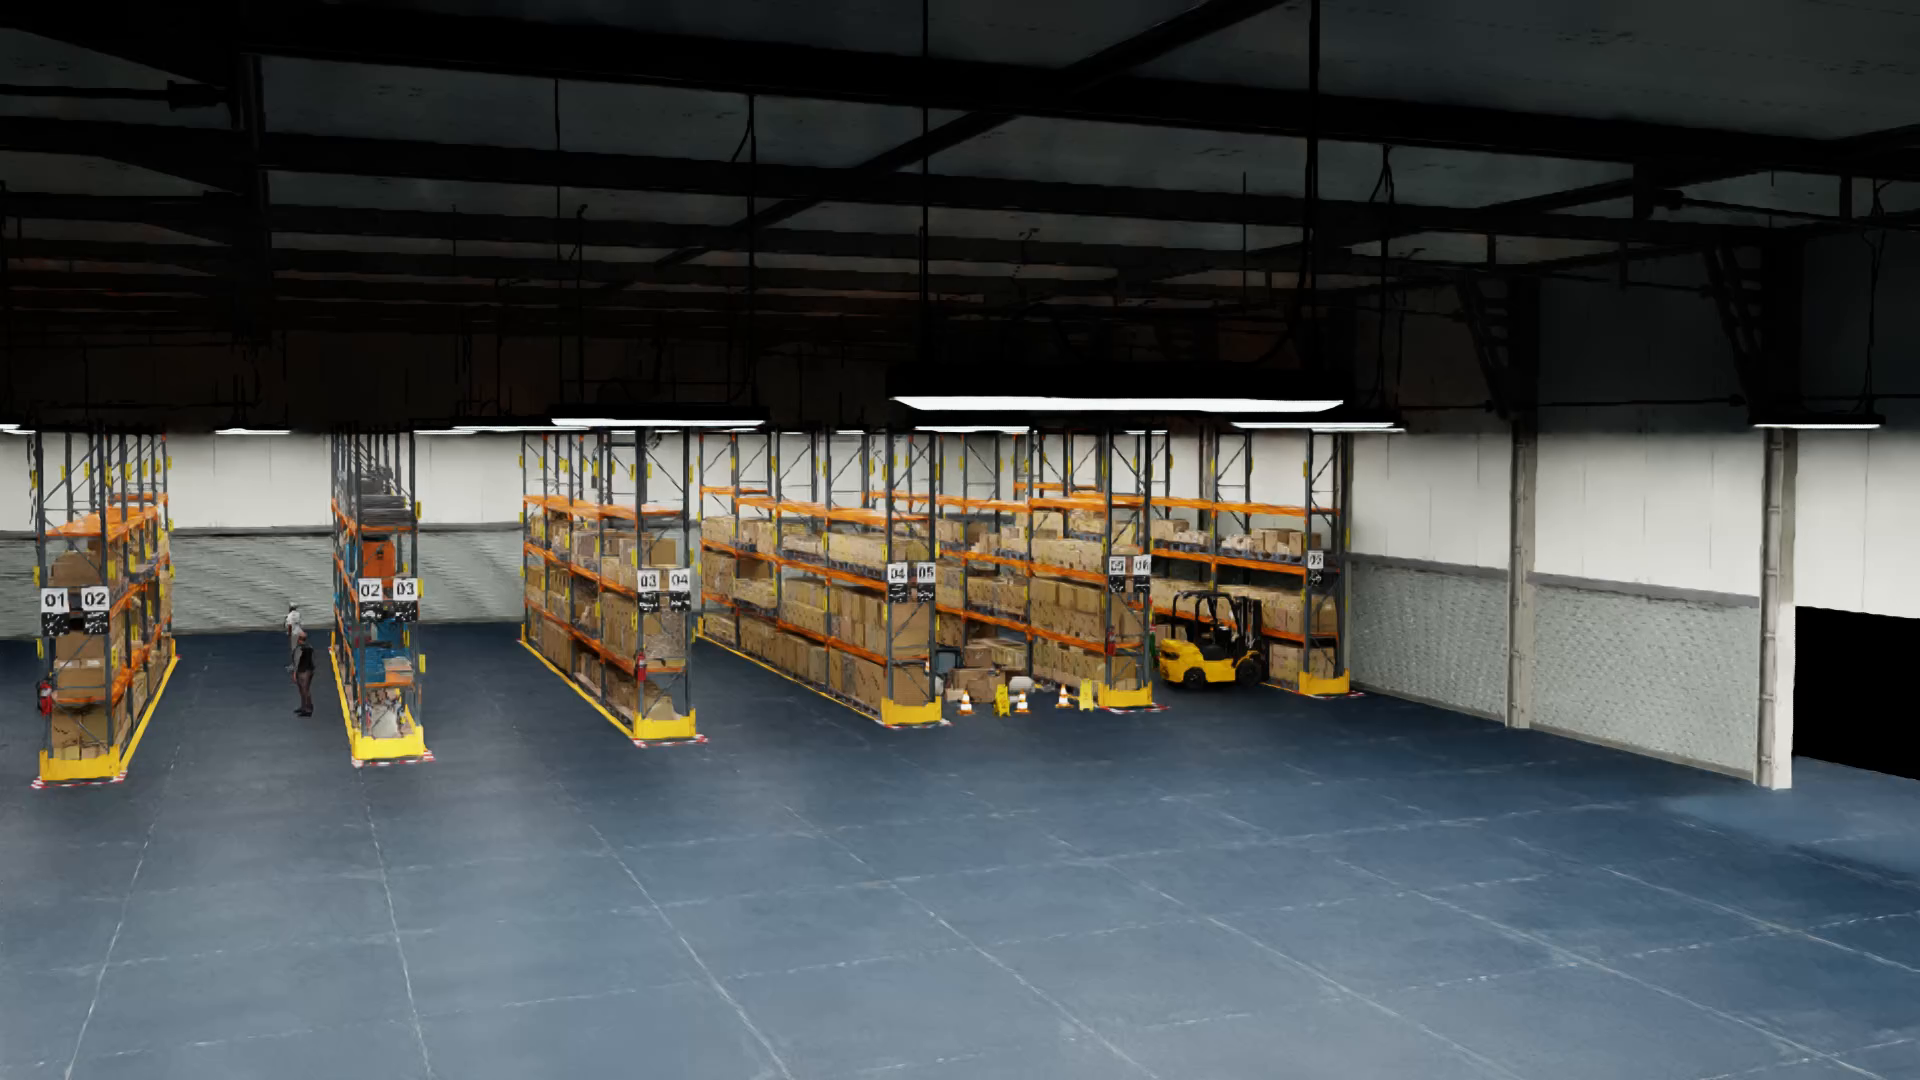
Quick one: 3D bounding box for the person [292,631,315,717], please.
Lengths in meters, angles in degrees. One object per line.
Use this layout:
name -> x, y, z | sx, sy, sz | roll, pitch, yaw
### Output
person -> -13.466, 2.727, 34.039 | 0.569, 1.707, 0.627 | 1, 4, 8

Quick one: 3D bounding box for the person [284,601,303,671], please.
person -> -16.294, 2.342, 40.595 | 0.464, 1.676, 0.498 | 1, 4, 9

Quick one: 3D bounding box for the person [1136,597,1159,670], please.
person -> 4.580, 2.272, 40.706 | 0.571, 1.786, 0.648 | 0, 4, 5

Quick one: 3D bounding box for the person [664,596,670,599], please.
person -> -8.641, 1.848, 48.260 | 0.729, 1.733, 0.546 | -1, 4, -23
